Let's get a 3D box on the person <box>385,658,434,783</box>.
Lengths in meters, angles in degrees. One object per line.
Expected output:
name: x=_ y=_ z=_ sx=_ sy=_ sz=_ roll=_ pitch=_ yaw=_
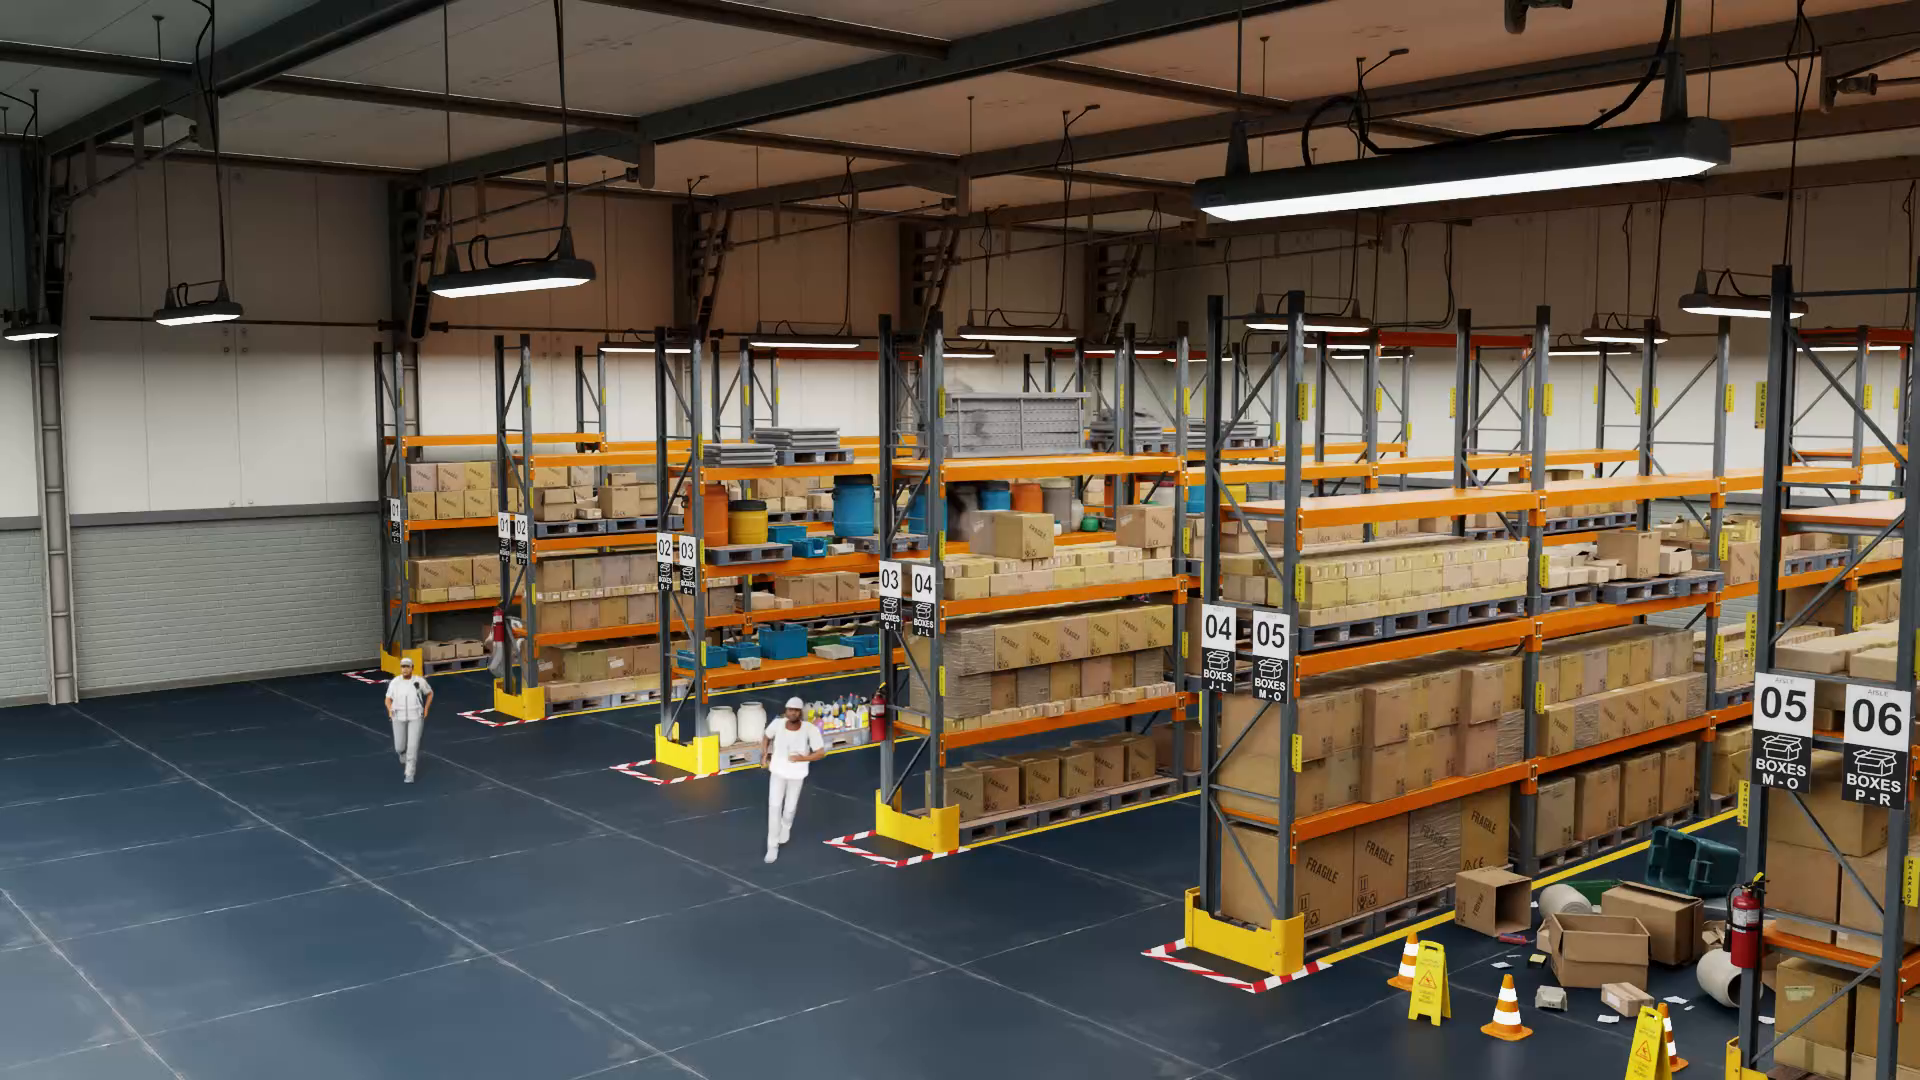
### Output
person: x=-7.283 y=2.364 z=22.006 sx=0.621 sy=1.624 sz=0.769 roll=-1 pitch=5 yaw=-13

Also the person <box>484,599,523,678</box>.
person: x=-7.651 y=1.802 z=27.852 sx=0.674 sy=1.645 sz=0.590 roll=4 pitch=7 yaw=40

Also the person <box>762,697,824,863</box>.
person: x=-1.861 y=2.614 z=18.518 sx=0.721 sy=1.779 sz=0.913 roll=0 pitch=5 yaw=2
